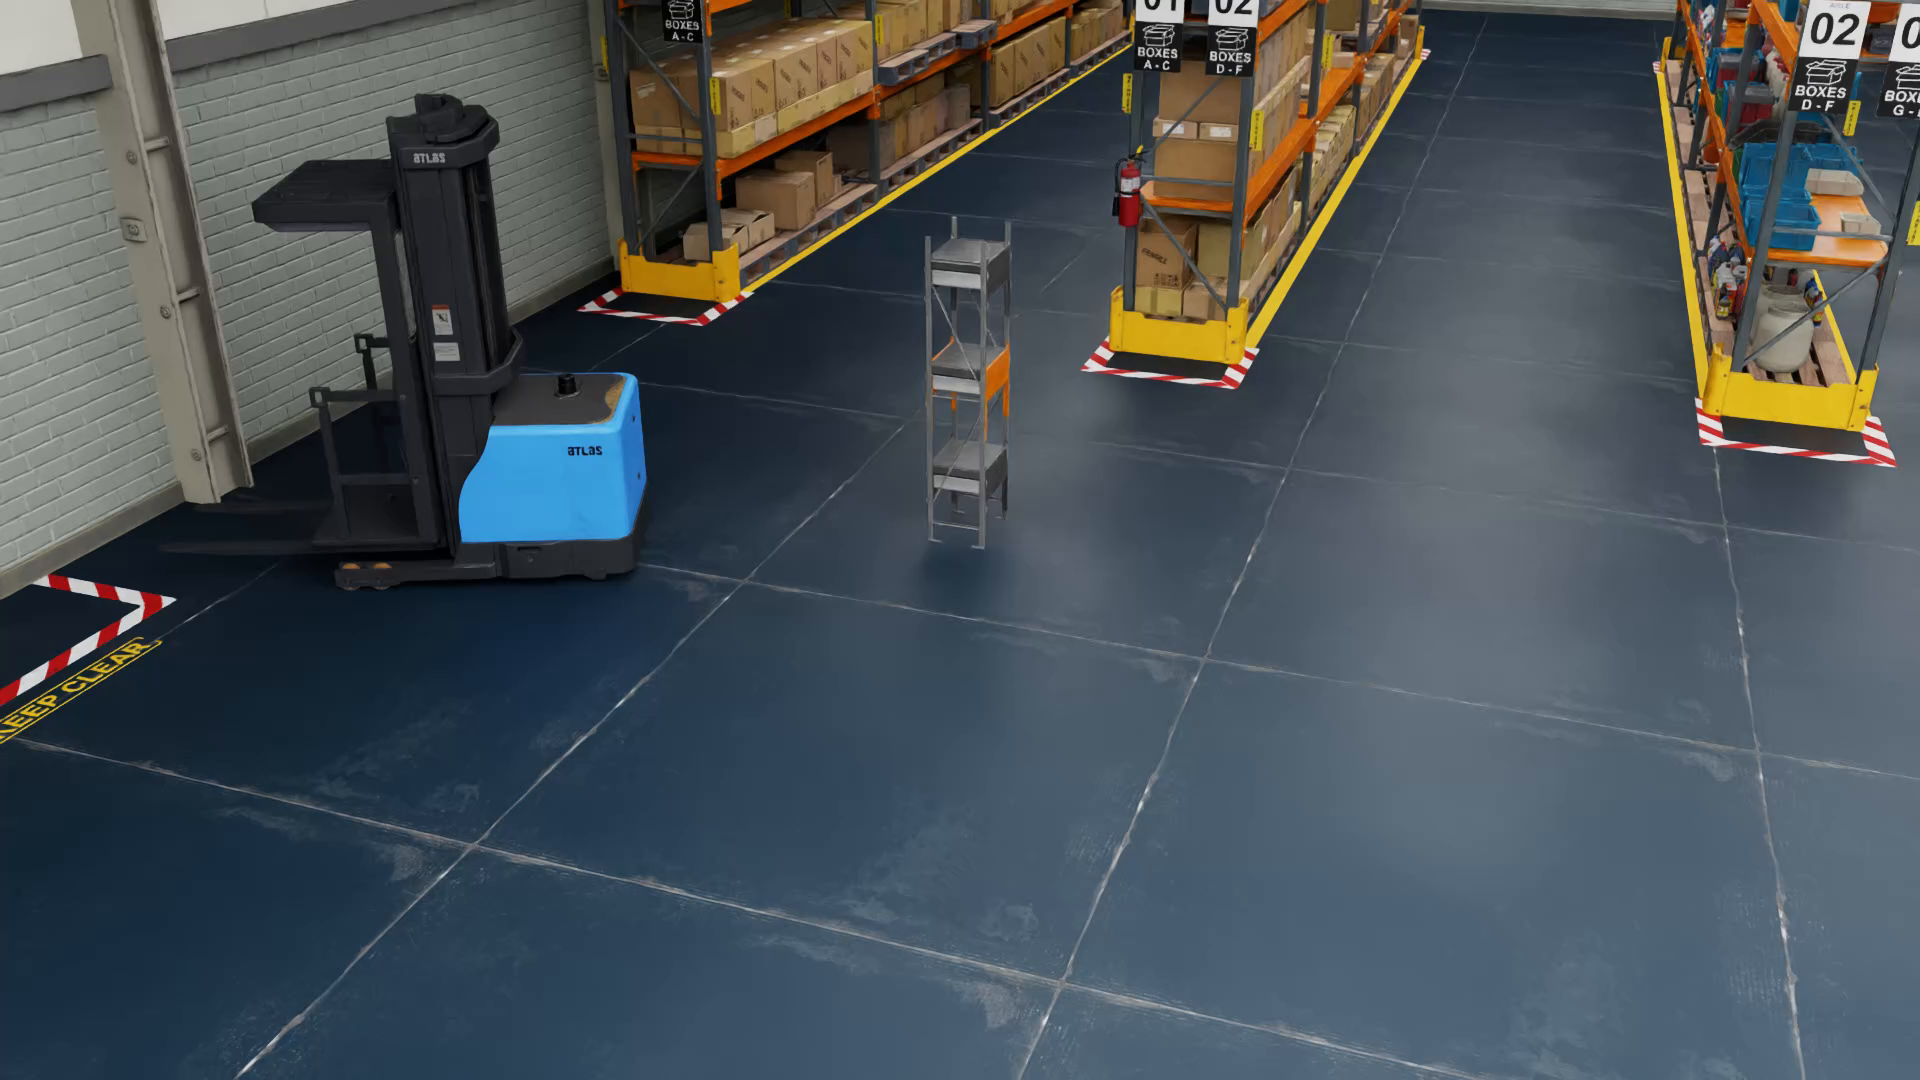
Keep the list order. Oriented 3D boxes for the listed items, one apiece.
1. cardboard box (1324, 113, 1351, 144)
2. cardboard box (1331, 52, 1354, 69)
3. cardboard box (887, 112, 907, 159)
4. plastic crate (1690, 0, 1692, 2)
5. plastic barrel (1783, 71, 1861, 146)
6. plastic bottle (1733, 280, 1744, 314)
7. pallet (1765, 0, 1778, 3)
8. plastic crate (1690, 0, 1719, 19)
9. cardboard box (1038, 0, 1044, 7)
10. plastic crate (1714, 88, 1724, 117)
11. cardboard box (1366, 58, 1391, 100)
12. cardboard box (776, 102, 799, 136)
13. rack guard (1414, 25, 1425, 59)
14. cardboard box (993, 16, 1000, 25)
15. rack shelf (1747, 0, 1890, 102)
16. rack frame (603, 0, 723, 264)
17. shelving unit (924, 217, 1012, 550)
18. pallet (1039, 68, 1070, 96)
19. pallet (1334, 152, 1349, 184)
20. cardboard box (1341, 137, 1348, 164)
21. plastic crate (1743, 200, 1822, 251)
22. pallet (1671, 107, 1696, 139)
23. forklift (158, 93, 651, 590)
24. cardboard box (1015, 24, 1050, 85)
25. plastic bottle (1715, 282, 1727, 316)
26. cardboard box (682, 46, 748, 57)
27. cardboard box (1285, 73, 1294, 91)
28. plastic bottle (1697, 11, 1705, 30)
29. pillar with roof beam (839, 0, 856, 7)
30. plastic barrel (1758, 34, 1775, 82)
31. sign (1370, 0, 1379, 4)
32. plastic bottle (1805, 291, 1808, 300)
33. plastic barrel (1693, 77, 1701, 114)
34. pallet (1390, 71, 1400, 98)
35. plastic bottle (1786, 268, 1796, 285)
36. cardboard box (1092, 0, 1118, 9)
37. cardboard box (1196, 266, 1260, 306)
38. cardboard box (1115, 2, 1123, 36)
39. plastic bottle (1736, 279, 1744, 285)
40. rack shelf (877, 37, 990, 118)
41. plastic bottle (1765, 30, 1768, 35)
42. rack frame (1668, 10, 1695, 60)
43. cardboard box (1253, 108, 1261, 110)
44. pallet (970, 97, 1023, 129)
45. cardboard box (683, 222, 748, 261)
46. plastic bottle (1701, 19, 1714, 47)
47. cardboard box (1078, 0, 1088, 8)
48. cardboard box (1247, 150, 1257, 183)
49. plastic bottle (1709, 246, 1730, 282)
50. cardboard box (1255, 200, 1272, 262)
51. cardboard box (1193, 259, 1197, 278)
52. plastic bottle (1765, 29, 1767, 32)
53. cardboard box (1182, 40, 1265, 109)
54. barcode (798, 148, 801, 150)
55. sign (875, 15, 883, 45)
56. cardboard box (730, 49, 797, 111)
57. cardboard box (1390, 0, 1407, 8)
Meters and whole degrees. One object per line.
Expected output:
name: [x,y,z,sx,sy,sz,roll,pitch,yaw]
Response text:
cardboard box: [4.473,-5.054,20.277,0.500,0.311,0.500,8,27,17]
cardboard box: [4.543,-5.793,20.061,0.380,0.149,0.250,9,27,17]
cardboard box: [-1.068,-4.986,20.470,0.700,0.500,0.500,8,27,16]
plastic crate: [10.702,-7.642,23.838,0.437,0.125,0.590,9,27,17]
plastic barrel: [8.335,-4.293,16.099,0.600,0.901,0.708,9,27,17]
plastic bottle: [6.998,-2.187,14.936,0.061,0.283,0.133,9,27,17]
pallet: [7.773,-4.907,14.717,1.213,0.211,1.003,9,27,17]
plastic crate: [10.417,-7.501,23.250,0.392,0.384,0.575,9,27,17]
cardboard box: [1.028,-7.978,24.550,0.380,0.149,0.250,9,27,17]
plastic crate: [8.234,-4.614,17.580,0.450,0.188,0.662,9,27,17]
cardboard box: [5.847,-6.586,23.775,0.500,0.500,0.500,9,27,18]
cardboard box: [-1.956,-4.265,16.766,0.500,0.250,0.500,8,27,17]
rack guard: [7.219,-8.447,28.123,1.175,0.500,0.348,9,27,17]
cardboard box: [0.330,-7.133,22.805,0.380,0.149,0.250,9,27,18]
rack shelf: [7.255,-4.157,13.776,1.077,0.370,4.000,9,27,17]
rack frame: [-2.753,-3.745,15.543,1.000,3.000,0.127,9,27,17]
shelving unit: [0.055,-1.013,10.933,0.431,2.100,0.503,9,27,17]
pallet: [1.055,-7.093,25.658,1.003,0.211,1.213,9,27,17]
pallet: [4.271,-4.728,20.773,1.003,0.211,1.213,9,27,17]
cardboard box: [4.469,-4.803,20.402,0.500,0.250,0.500,8,27,17]
plastic crate: [6.474,-2.491,13.123,0.499,0.251,0.616,9,27,17]
pallet: [10.287,-5.674,22.726,1.003,0.211,1.213,9,27,17]
forklift: [-3.626,-1.236,10.440,3.031,2.935,1.130,-1,26,-3]
cardboard box: [0.854,-7.246,24.759,0.750,0.750,0.750,10,27,19]
plastic bottle: [6.809,-2.153,14.867,0.061,0.283,0.133,9,27,19]
cardboard box: [-2.451,-4.667,16.736,0.500,0.500,0.500,8,27,16]
cardboard box: [3.022,-4.448,16.136,0.380,0.149,0.250,9,27,17]
plastic bottle: [9.961,-6.948,22.306,0.097,0.271,0.097,0,26,0]
pillar with roof beam: [2.721,-8.700,18.892,9.100,9.000,0.400,9,27,17]
plastic barrel: [9.383,-5.423,18.852,0.600,0.536,0.708,9,27,17]
sign: [5.107,-6.758,20.437,0.100,0.325,0.005,9,27,17]
plastic bottle: [7.667,-2.170,14.995,0.097,0.201,0.097,0,26,0]
plastic barrel: [10.386,-6.263,22.670,0.600,0.901,0.708,9,27,17]
pallet: [6.143,-6.987,25.438,1.003,0.211,1.213,9,27,17]
plastic bottle: [7.702,-2.414,15.406,0.061,0.283,0.133,9,27,17]
cardboard box: [2.478,-9.190,28.430,0.380,0.149,0.250,9,27,19]
cardboard box: [2.471,-2.374,15.384,0.500,0.250,0.500,9,27,17]
cardboard box: [2.433,-9.082,28.952,0.700,0.500,0.500,9,27,17]
plastic bottle: [7.123,-2.291,15.246,0.097,0.201,0.097,0,26,0]
rack shelf: [-0.756,-5.887,20.792,1.077,0.370,4.000,9,27,17]
plastic bottle: [10.219,-6.340,20.959,0.144,0.351,0.185,9,27,17]
rack frame: [11.914,-8.884,26.156,1.000,3.000,0.127,9,27,17]
cardboard box: [2.423,-3.707,14.604,0.380,0.149,0.250,9,27,18]
pallet: [0.243,-6.091,23.587,1.003,0.211,1.213,9,27,17]
cardboard box: [-2.437,-3.004,16.593,0.500,0.311,0.500,6,26,12]
plastic bottle: [9.563,-6.462,21.211,0.144,0.351,0.185,9,27,17]
cardboard box: [1.951,-9.039,28.118,0.380,0.149,0.250,9,27,18]
cardboard box: [2.258,-3.480,14.880,0.700,0.500,0.500,9,27,19]
plastic bottle: [7.198,-2.609,15.731,0.144,0.351,0.185,8,27,15]
cardboard box: [2.627,-2.919,15.649,0.500,0.500,0.500,9,27,17]
cardboard box: [1.975,-2.450,15.542,0.500,0.250,0.500,9,27,17]
plastic bottle: [10.231,-6.368,21.107,0.097,0.271,0.097,0,26,0]
cardboard box: [2.275,-4.086,14.643,0.700,0.500,0.500,8,27,16]
barcode: [-1.828,-4.419,18.931,0.001,0.075,0.075,9,27,17]
sign: [-0.907,-5.703,18.594,0.100,0.325,0.005,9,27,17]
cardboard box: [-1.959,-4.590,16.576,0.500,0.500,0.500,8,27,16]
cardboard box: [6.340,-8.175,24.577,0.500,0.500,0.500,9,27,19]
